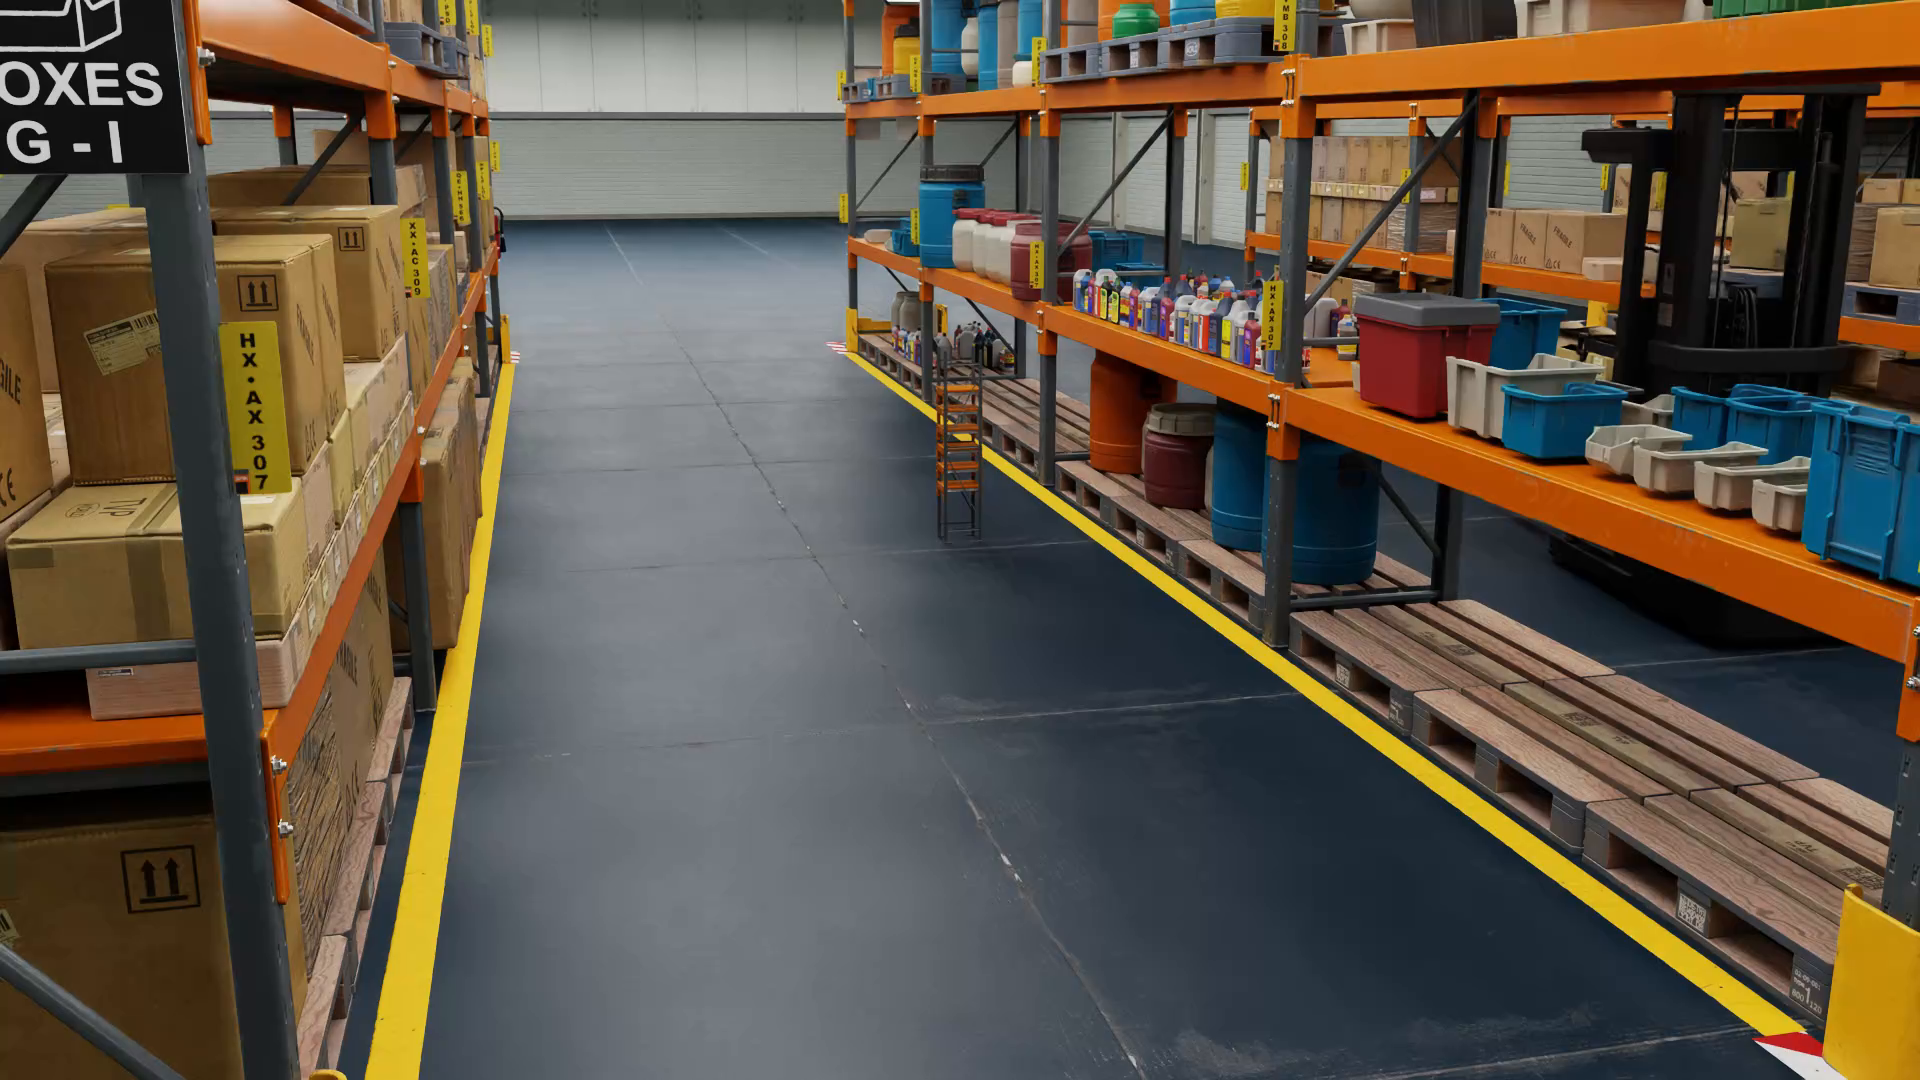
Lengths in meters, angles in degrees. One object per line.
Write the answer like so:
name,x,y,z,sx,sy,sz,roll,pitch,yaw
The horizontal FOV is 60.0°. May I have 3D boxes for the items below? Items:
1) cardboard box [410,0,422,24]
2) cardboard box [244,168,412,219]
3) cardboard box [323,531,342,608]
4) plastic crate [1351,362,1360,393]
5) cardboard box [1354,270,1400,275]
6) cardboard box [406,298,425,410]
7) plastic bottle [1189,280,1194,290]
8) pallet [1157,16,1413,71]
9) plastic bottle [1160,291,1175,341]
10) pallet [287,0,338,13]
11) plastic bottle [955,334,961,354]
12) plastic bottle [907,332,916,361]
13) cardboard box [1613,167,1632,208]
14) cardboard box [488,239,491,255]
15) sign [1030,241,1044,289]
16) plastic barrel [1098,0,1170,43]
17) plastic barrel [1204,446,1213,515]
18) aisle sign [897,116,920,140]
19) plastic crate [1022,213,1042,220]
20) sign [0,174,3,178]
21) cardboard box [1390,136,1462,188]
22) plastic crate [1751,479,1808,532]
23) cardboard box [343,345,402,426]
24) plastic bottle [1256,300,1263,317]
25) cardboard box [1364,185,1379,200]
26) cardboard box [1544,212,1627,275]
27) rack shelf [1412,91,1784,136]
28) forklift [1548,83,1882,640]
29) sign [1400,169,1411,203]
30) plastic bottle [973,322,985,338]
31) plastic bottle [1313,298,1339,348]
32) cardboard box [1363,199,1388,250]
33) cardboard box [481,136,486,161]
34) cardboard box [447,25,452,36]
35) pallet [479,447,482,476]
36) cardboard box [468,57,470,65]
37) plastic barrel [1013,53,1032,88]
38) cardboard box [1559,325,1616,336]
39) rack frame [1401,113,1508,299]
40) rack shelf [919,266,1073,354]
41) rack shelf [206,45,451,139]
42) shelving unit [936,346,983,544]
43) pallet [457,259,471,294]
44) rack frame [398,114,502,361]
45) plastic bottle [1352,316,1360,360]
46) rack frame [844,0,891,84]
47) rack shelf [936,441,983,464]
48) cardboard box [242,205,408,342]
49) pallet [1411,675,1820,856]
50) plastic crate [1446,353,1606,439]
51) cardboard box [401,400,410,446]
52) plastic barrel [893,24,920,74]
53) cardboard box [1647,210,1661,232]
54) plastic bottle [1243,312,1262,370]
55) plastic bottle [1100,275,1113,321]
cardboard box,-3.529,-3.178,9.692,0.797,0.503,0.637,-2,14,-10
cardboard box,-3.272,-1.665,8.597,0.797,0.503,0.637,-3,14,-11
cardboard box,-1.811,0.086,4.286,0.380,0.149,0.250,-4,14,-14
plastic crate,1.982,-0.742,7.575,0.396,0.136,0.243,-3,14,-13
cardboard box,4.789,-2.780,18.816,0.500,0.500,0.500,-3,14,-13
cardboard box,-2.668,-0.849,7.372,0.500,0.500,0.500,-3,14,-13
plastic bottle,1.591,-1.686,11.426,0.097,0.201,0.097,0,14,0
pallet,1.732,-2.497,8.407,1.213,0.211,1.003,-3,14,-13
plastic bottle,1.215,-1.309,9.710,0.061,0.283,0.133,-3,14,-13
pallet,-2.338,-1.624,4.623,1.003,0.211,1.213,-3,14,-13
plastic bottle,-0.001,-2.077,17.578,0.097,0.201,0.097,0,14,0
plastic bottle,-0.454,-1.982,17.031,0.152,0.276,0.135,-3,14,-12
cardboard box,8.643,-4.451,21.021,0.500,0.500,0.500,-3,14,-13
cardboard box,-4.899,-2.932,16.639,0.380,0.149,0.250,-3,14,-13
sign,0.539,-1.926,11.648,0.100,0.325,0.005,-3,14,-13
plastic barrel,1.202,-3.618,10.806,0.600,0.830,0.708,-3,14,-13
plastic barrel,1.688,-0.377,10.008,0.421,0.512,0.421,0,14,0
aisle sign,-0.535,-5.021,19.181,0.394,0.787,0.004,-3,14,-13
plastic crate,0.544,-2.739,15.182,0.402,0.464,0.583,-3,14,-13
sign,-9.936,-3.900,17.133,0.100,0.325,0.005,-3,14,-13
cardboard box,4.838,-3.858,16.955,0.700,0.500,0.500,-3,14,-13
plastic crate,2.583,-0.113,4.999,0.396,0.136,0.243,-3,14,-13
cardboard box,-2.321,-0.546,6.030,0.500,0.250,0.500,-3,14,-11
plastic bottle,1.617,-1.135,8.855,0.144,0.351,0.185,-3,14,-13
cardboard box,4.493,-3.670,17.551,0.380,0.149,0.250,-3,14,-13
cardboard box,5.478,-2.589,14.495,0.500,0.500,0.500,-4,14,-16
rack shelf,5.418,-3.724,14.544,1.077,0.370,4.000,-3,14,-13
forklift,4.102,-1.233,9.297,1.130,2.935,3.031,-1,14,-4
sign,4.409,-3.505,16.463,0.100,0.325,0.005,-3,14,-13
plastic bottle,0.202,-2.080,17.275,0.144,0.351,0.185,-3,14,-14
plastic bottle,2.055,-1.238,9.436,0.152,0.276,0.135,-3,14,-13
cardboard box,4.708,-3.349,17.606,0.700,0.500,0.500,-3,14,-14
cardboard box,-5.014,-3.784,16.651,0.500,0.500,0.500,-3,14,-13
cardboard box,-3.719,-3.592,11.225,0.500,0.500,0.500,-3,14,-13
pallet,-3.925,-0.429,11.739,1.003,0.211,1.213,-3,14,-13
cardboard box,-4.459,-4.196,14.438,0.380,0.149,0.250,-4,14,-15
plastic barrel,0.546,-3.550,12.608,0.301,0.262,0.301,0,14,0
cardboard box,5.679,-1.790,15.159,0.500,0.311,0.500,-3,14,-14
rack frame,4.948,-3.077,16.703,1.000,3.000,0.127,-3,14,-13
rack shelf,0.602,-1.991,13.774,1.077,0.370,4.000,-3,14,-13
rack shelf,-3.273,-2.250,8.511,1.077,0.370,4.000,-3,14,-13
shelving unit,-0.003,-0.586,10.298,0.258,1.200,0.189,-3,14,-13
pallet,-4.247,-1.965,12.552,1.003,0.211,1.213,-3,14,-13
rack frame,-5.621,-3.449,18.224,1.000,3.000,0.127,-3,14,-13
plastic bottle,2.187,-1.109,8.907,0.152,0.276,0.135,-3,14,-13
rack frame,-0.807,-6.639,18.642,1.000,3.000,0.127,-3,14,-13
rack shelf,-0.003,-0.543,10.309,0.258,0.103,0.180,-3,14,-13
cardboard box,-2.435,-1.025,6.413,0.500,0.500,0.500,-3,14,-12
pallet,2.512,0.847,6.514,1.003,0.211,1.213,-3,14,-13
plastic crate,2.191,-0.566,6.546,0.437,0.282,0.530,-3,14,-13
cardboard box,-2.352,-0.447,6.466,0.380,0.149,0.250,-3,14,-12
plastic barrel,-0.416,-5.222,17.878,0.600,0.588,0.600,0,14,0
cardboard box,8.765,-3.965,20.609,0.500,0.250,0.500,-4,14,-15
plastic bottle,1.506,-1.024,8.543,0.061,0.283,0.133,-3,14,-13
plastic bottle,0.955,-1.565,10.757,0.061,0.283,0.133,-3,14,-13
